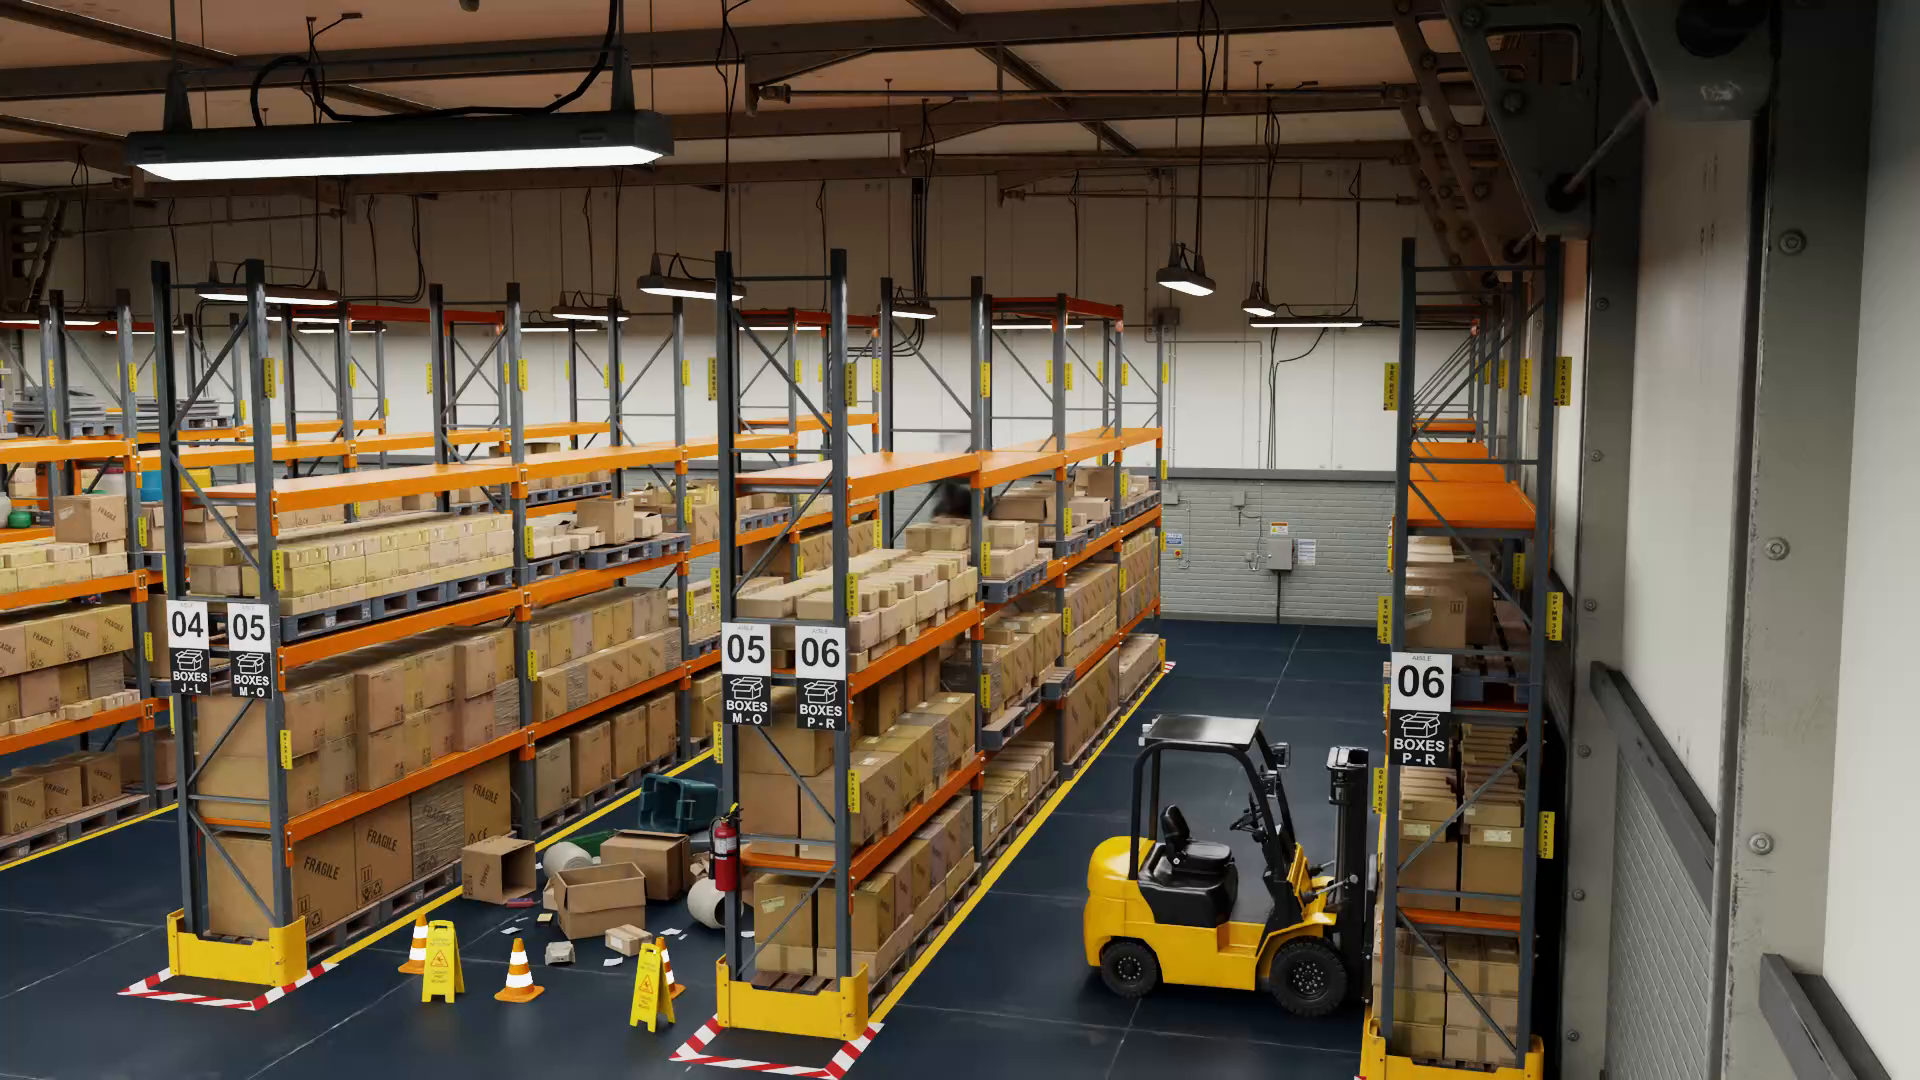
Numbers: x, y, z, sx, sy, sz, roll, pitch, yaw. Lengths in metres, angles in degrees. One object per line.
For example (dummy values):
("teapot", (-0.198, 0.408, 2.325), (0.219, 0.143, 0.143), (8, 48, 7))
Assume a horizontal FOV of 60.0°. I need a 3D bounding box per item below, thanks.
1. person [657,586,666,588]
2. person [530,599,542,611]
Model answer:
("person", (-4.661, 1.567, 26.226), (0.554, 1.716, 0.777), (2, 6, 19))
("person", (-6.350, 1.676, 24.863), (0.712, 1.730, 0.754), (1, 6, 11))
